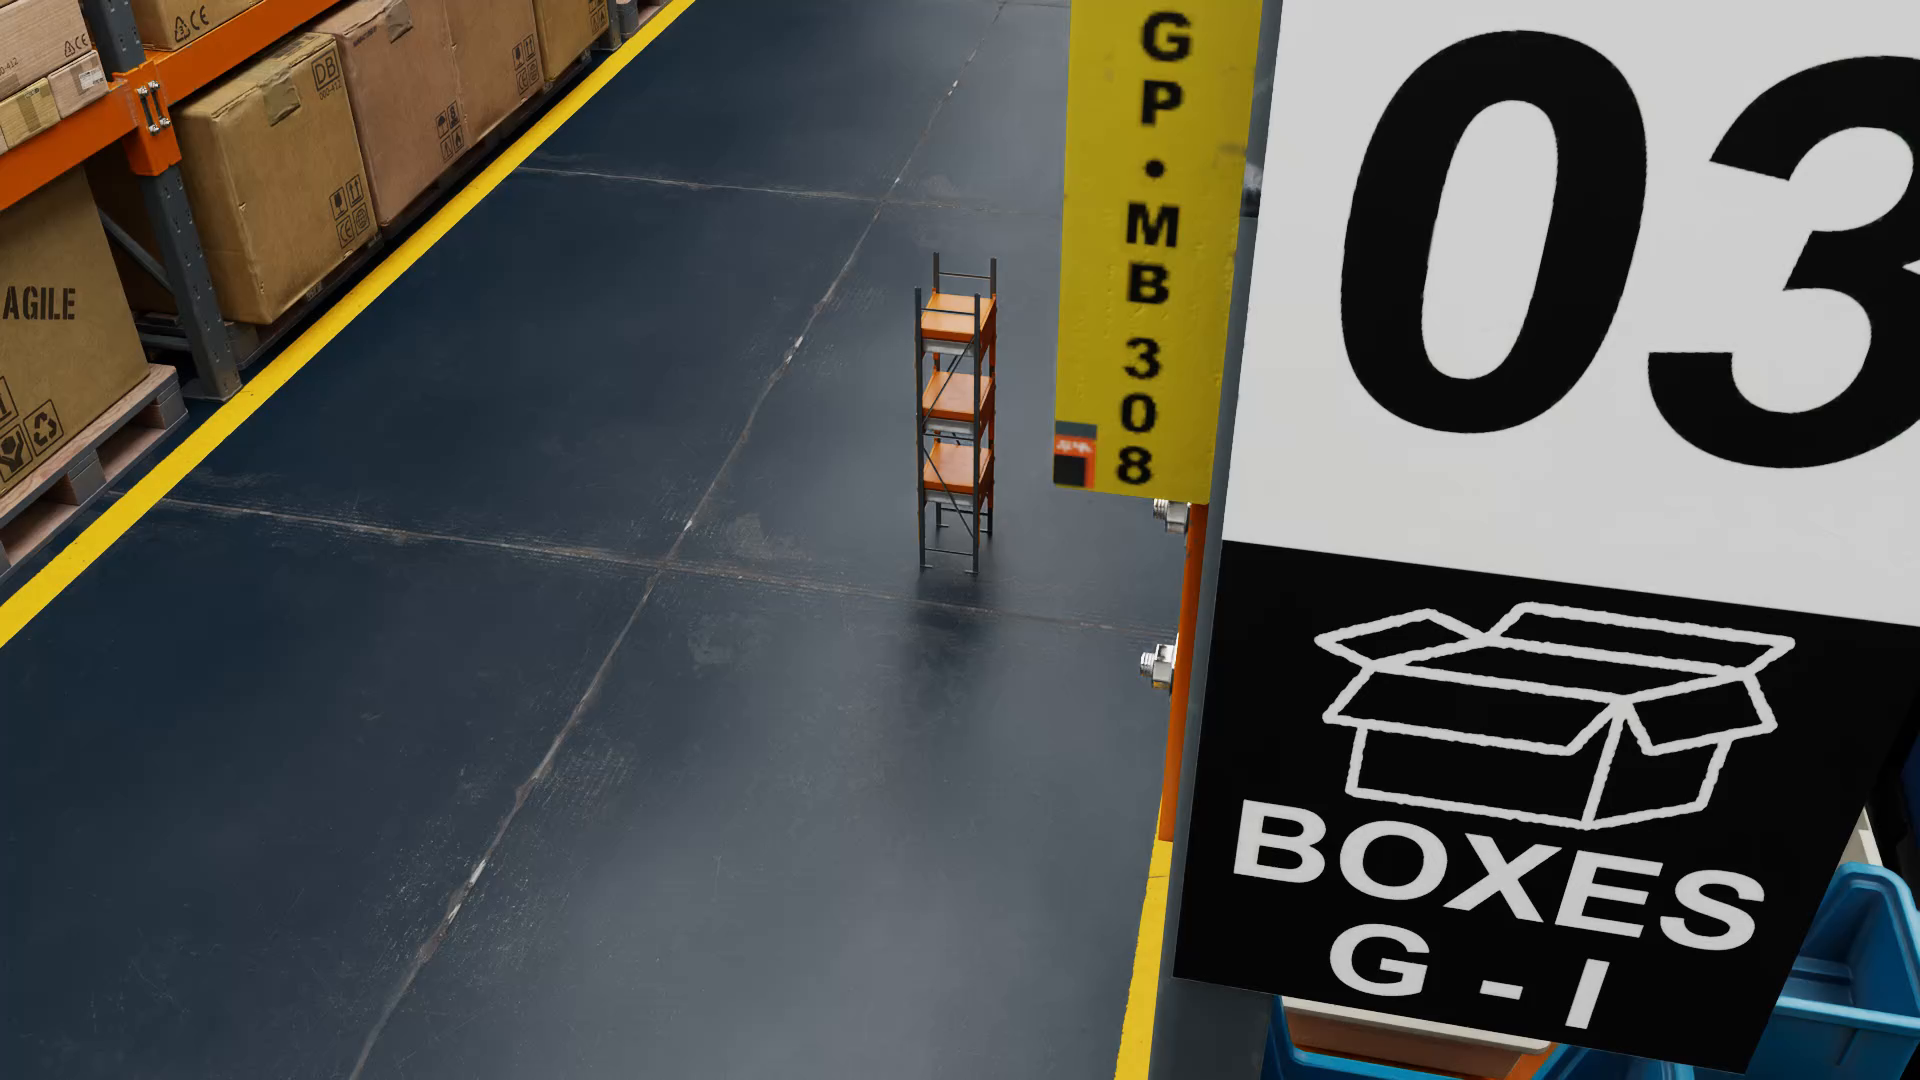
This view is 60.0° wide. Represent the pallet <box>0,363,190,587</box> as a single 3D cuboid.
[{"bbox_3d":[-3.575,-0.288,5.967,1.003,0.211,1.213,7,37,10],"label":"pallet"}]

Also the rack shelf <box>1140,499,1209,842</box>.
[{"bbox_3d":[1.076,-0.999,2.629,1.077,0.370,4.000,7,37,10],"label":"rack shelf"}]

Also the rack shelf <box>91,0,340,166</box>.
[{"bbox_3d":[-2.909,-2.698,7.530,1.077,0.370,4.000,7,37,10],"label":"rack shelf"}]

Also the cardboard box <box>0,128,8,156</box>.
[{"bbox_3d":[-3.191,-1.231,5.106,0.380,0.149,0.250,7,36,9],"label":"cardboard box"}]

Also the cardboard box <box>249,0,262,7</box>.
[{"bbox_3d":[-2.887,-2.404,6.426,0.500,0.500,0.500,7,37,10],"label":"cardboard box"}]

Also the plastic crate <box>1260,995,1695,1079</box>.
[{"bbox_3d":[0.538,0.817,1.985,0.616,0.435,0.499,7,37,10],"label":"plastic crate"}]

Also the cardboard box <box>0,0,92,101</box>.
[{"bbox_3d":[-3.174,-1.617,5.299,0.500,0.250,0.500,7,36,9],"label":"cardboard box"}]

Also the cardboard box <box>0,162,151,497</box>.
[{"bbox_3d":[-3.555,-0.784,5.729,0.875,0.875,0.875,7,37,10],"label":"cardboard box"}]

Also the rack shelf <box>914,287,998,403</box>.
[{"bbox_3d":[-0.011,-0.616,5.239,0.215,0.259,0.240,7,37,10],"label":"rack shelf"}]

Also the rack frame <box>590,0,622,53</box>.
[{"bbox_3d":[-2.481,-4.136,8.901,1.000,3.000,0.127,7,37,10],"label":"rack frame"}]

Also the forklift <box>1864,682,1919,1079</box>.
[{"bbox_3d":[3.092,-0.492,3.931,1.130,2.935,3.031,10,37,13],"label":"forklift"}]

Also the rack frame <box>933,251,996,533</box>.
[{"bbox_3d":[0.015,-0.464,5.496,0.200,1.050,0.008,7,37,10],"label":"rack frame"}]

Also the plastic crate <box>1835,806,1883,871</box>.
[{"bbox_3d":[1.317,0.491,2.690,0.250,0.136,0.298,7,37,10],"label":"plastic crate"}]

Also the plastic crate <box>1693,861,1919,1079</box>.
[{"bbox_3d":[1.163,0.637,2.407,0.416,0.233,0.300,7,37,10],"label":"plastic crate"}]

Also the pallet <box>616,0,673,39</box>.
[{"bbox_3d":[-2.313,-3.455,10.337,1.003,0.211,1.213,7,37,10],"label":"pallet"}]

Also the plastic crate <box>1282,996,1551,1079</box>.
[{"bbox_3d":[0.646,0.663,2.452,0.396,0.136,0.243,7,37,10],"label":"plastic crate"}]

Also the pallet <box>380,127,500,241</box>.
[{"bbox_3d":[-2.986,-1.867,8.146,1.003,0.211,1.213,7,37,10],"label":"pallet"}]

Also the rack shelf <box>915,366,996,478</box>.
[{"bbox_3d":[-0.011,-0.386,5.406,0.215,0.259,0.240,7,37,10],"label":"rack shelf"}]

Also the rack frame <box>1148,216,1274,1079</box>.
[{"bbox_3d":[0.649,1.071,1.716,1.000,3.000,0.127,7,37,10],"label":"rack frame"}]

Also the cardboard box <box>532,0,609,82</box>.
[{"bbox_3d":[-2.649,-3.053,8.859,1.225,0.875,0.875,6,36,8],"label":"cardboard box"}]

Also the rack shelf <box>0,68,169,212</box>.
[{"bbox_3d":[-3.763,-0.405,4.366,1.077,0.370,4.000,7,37,10],"label":"rack shelf"}]

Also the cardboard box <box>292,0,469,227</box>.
[{"bbox_3d":[-3.029,-2.035,7.454,1.225,0.875,0.875,6,36,8],"label":"cardboard box"}]

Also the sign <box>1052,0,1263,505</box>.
[{"bbox_3d":[0.108,-0.161,0.949,0.100,0.325,0.005,7,37,10],"label":"sign"}]

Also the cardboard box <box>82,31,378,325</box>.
[{"bbox_3d":[-3.219,-1.522,6.747,1.225,0.875,0.875,7,37,10],"label":"cardboard box"}]

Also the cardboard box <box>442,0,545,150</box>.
[{"bbox_3d":[-2.847,-2.543,8.155,1.225,0.875,0.875,7,37,10],"label":"cardboard box"}]

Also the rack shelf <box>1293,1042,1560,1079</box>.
[{"bbox_3d":[1.076,0.216,3.509,1.077,0.370,4.000,7,37,10],"label":"rack shelf"}]

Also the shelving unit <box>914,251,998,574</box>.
[{"bbox_3d":[-0.011,-0.394,5.400,0.215,1.050,0.252,7,37,10],"label":"shelving unit"}]

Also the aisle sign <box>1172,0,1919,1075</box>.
[{"bbox_3d":[0.347,0.023,0.947,0.394,0.787,0.004,7,37,10],"label":"aisle sign"}]

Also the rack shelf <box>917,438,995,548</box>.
[{"bbox_3d":[-0.011,-0.161,5.569,0.215,0.259,0.240,7,37,10],"label":"rack shelf"}]

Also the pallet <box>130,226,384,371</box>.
[{"bbox_3d":[-3.245,-1.166,7.178,1.003,0.211,1.213,7,37,10],"label":"pallet"}]

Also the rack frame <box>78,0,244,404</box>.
[{"bbox_3d":[-3.336,-1.843,5.737,1.000,3.000,0.127,7,37,10],"label":"rack frame"}]

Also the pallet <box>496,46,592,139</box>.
[{"bbox_3d":[-2.723,-2.565,9.109,1.003,0.211,1.213,7,37,10],"label":"pallet"}]

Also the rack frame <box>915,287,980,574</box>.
[{"bbox_3d":[-0.037,-0.324,5.303,0.200,1.050,0.008,7,37,10],"label":"rack frame"}]

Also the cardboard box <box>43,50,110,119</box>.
[{"bbox_3d":[-3.081,-1.525,5.513,0.380,0.149,0.250,8,37,10],"label":"cardboard box"}]

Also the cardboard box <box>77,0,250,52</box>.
[{"bbox_3d":[-2.993,-2.116,6.028,0.500,0.500,0.500,7,37,10],"label":"cardboard box"}]

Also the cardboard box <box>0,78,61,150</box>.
[{"bbox_3d":[-3.136,-1.377,5.309,0.380,0.149,0.250,8,37,11],"label":"cardboard box"}]
